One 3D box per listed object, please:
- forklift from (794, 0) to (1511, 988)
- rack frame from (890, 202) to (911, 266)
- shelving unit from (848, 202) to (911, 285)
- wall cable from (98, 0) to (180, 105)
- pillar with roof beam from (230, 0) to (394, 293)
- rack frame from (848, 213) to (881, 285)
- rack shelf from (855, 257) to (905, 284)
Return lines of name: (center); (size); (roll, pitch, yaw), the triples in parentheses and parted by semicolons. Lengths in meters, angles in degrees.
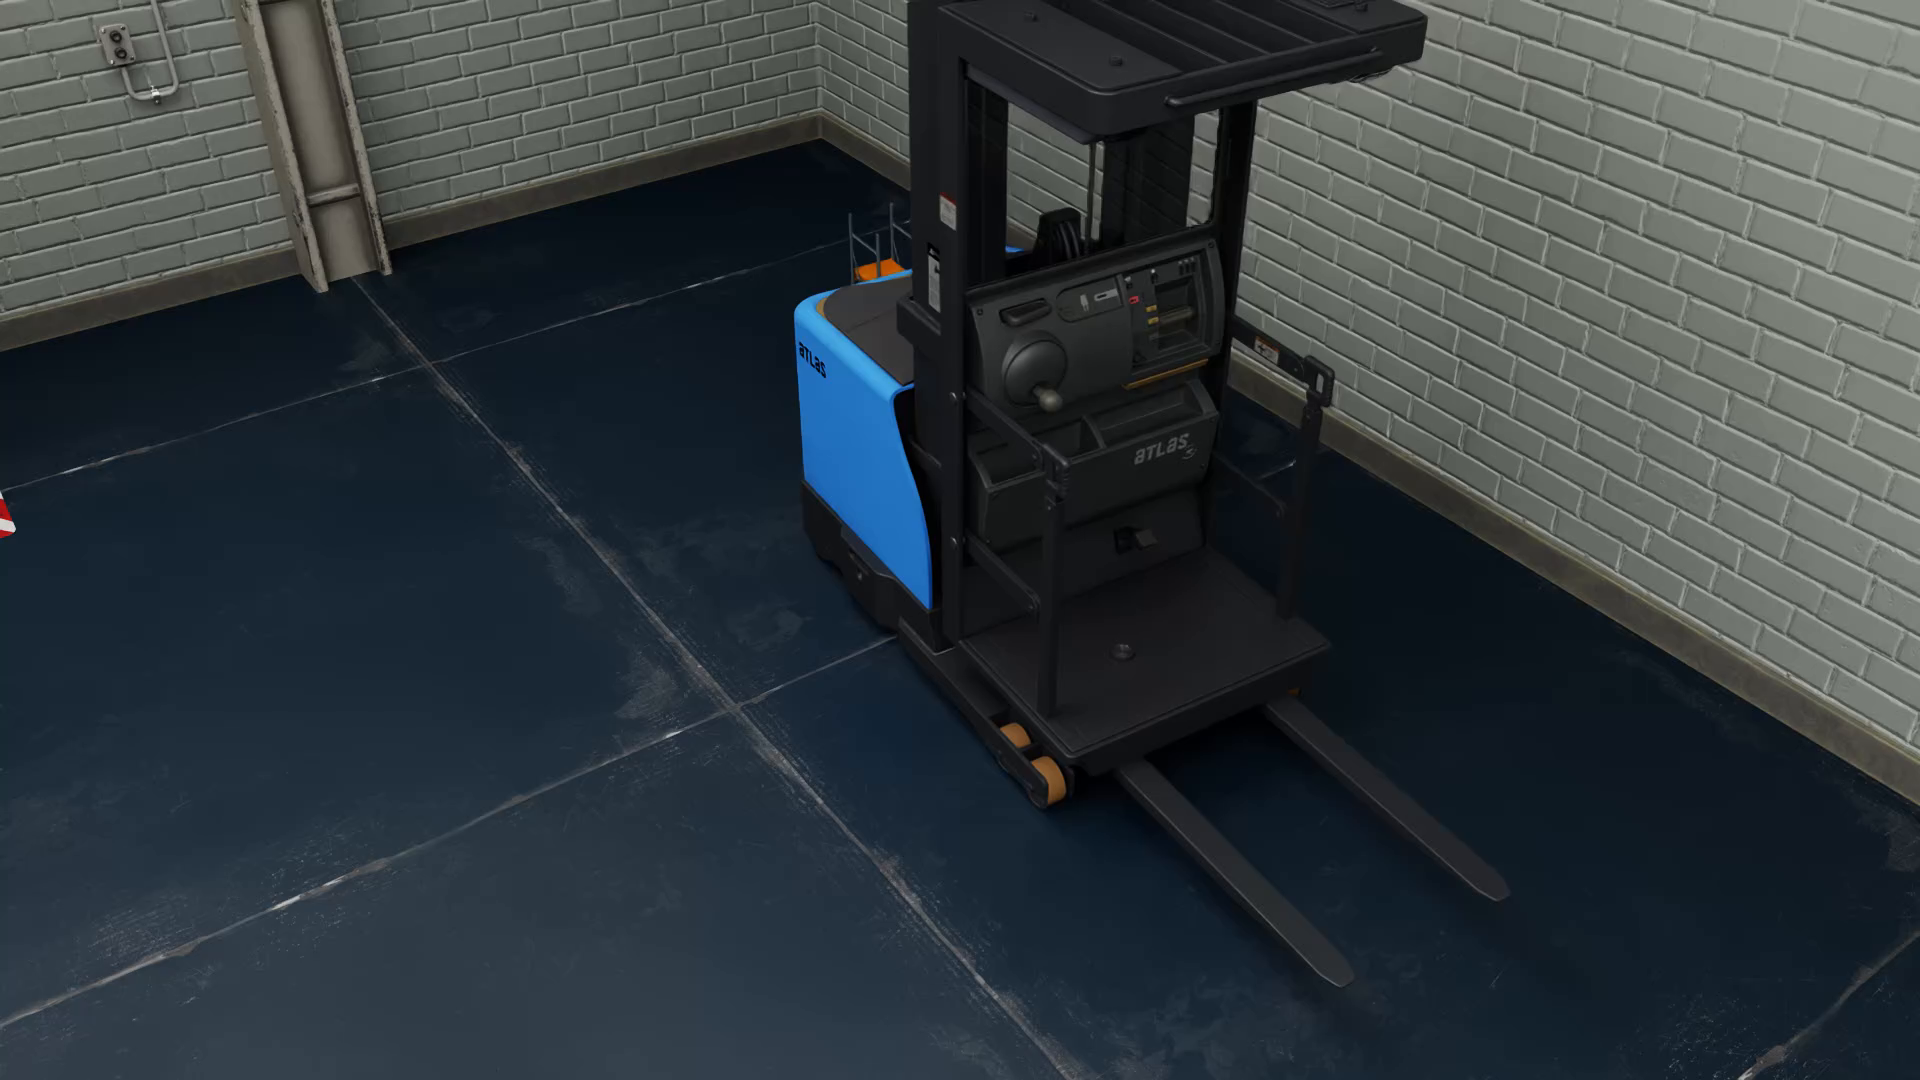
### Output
forklift: (0.561, -0.617, 5.098); (1.130, 2.935, 3.031); (-19, 40, -25)
rack frame: (-0.211, -0.779, 6.804); (0.006, 1.200, 0.240); (-19, 40, -25)
shelving unit: (-0.289, -0.751, 6.765); (0.189, 1.200, 0.258); (-19, 40, -25)
wall cable: (-4.416, -2.595, 6.919); (1.851, 1.984, 0.084); (-22, 41, -28)
pillar with roof beam: (-0.730, -3.002, 3.217); (0.400, 9.000, 9.100); (-22, 41, -28)
rack frame: (-0.367, -0.724, 6.727); (0.006, 1.200, 0.240); (-19, 40, -25)
rack shelf: (-0.290, -1.009, 6.583); (0.180, 0.103, 0.258); (-19, 40, -25)
